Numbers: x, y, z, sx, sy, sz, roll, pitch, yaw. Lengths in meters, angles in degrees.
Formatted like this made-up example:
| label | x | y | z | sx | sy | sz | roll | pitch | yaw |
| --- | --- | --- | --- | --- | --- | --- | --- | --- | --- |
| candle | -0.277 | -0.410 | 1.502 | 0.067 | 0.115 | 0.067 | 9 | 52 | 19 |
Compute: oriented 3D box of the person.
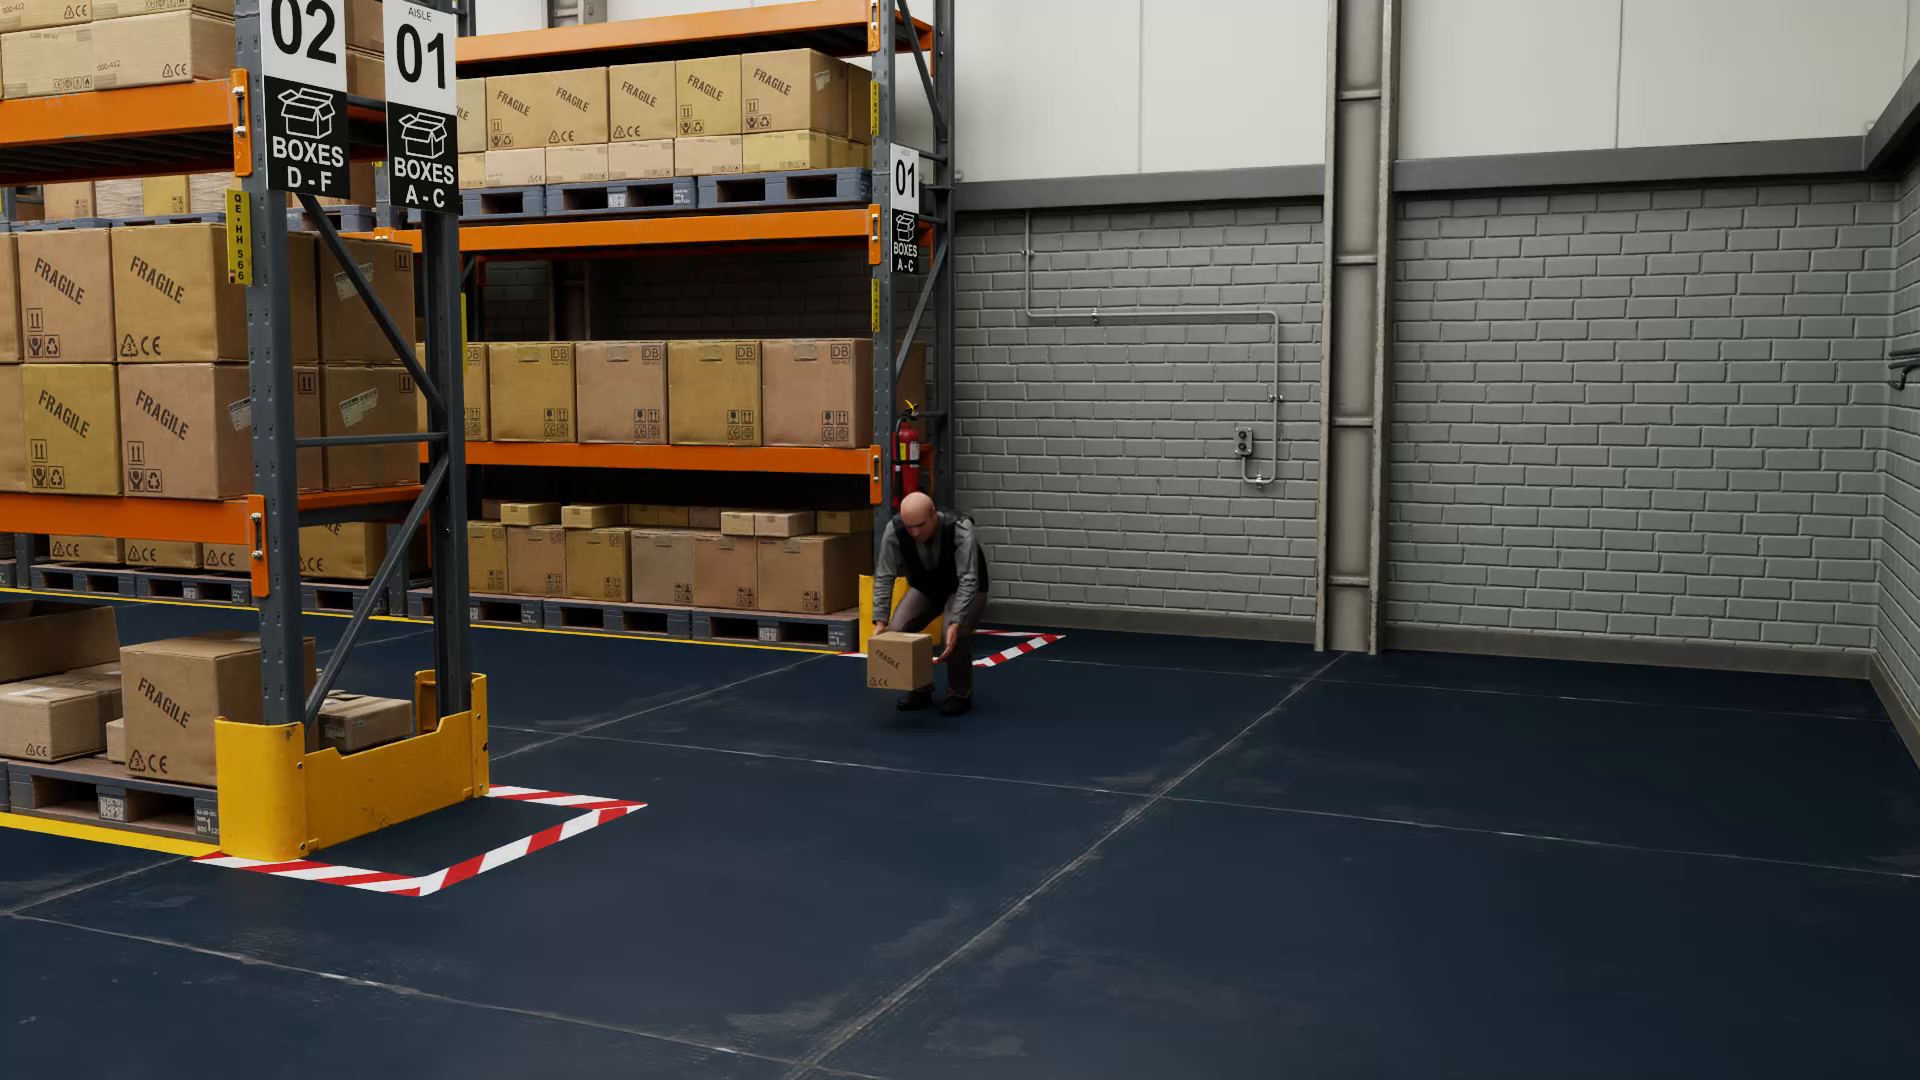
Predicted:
| label | x | y | z | sx | sy | sz | roll | pitch | yaw |
| --- | --- | --- | --- | --- | --- | --- | --- | --- | --- |
| person | -0.110 | 0.317 | 8.722 | 0.575 | 1.179 | 0.805 | 2 | 6 | 23 |
